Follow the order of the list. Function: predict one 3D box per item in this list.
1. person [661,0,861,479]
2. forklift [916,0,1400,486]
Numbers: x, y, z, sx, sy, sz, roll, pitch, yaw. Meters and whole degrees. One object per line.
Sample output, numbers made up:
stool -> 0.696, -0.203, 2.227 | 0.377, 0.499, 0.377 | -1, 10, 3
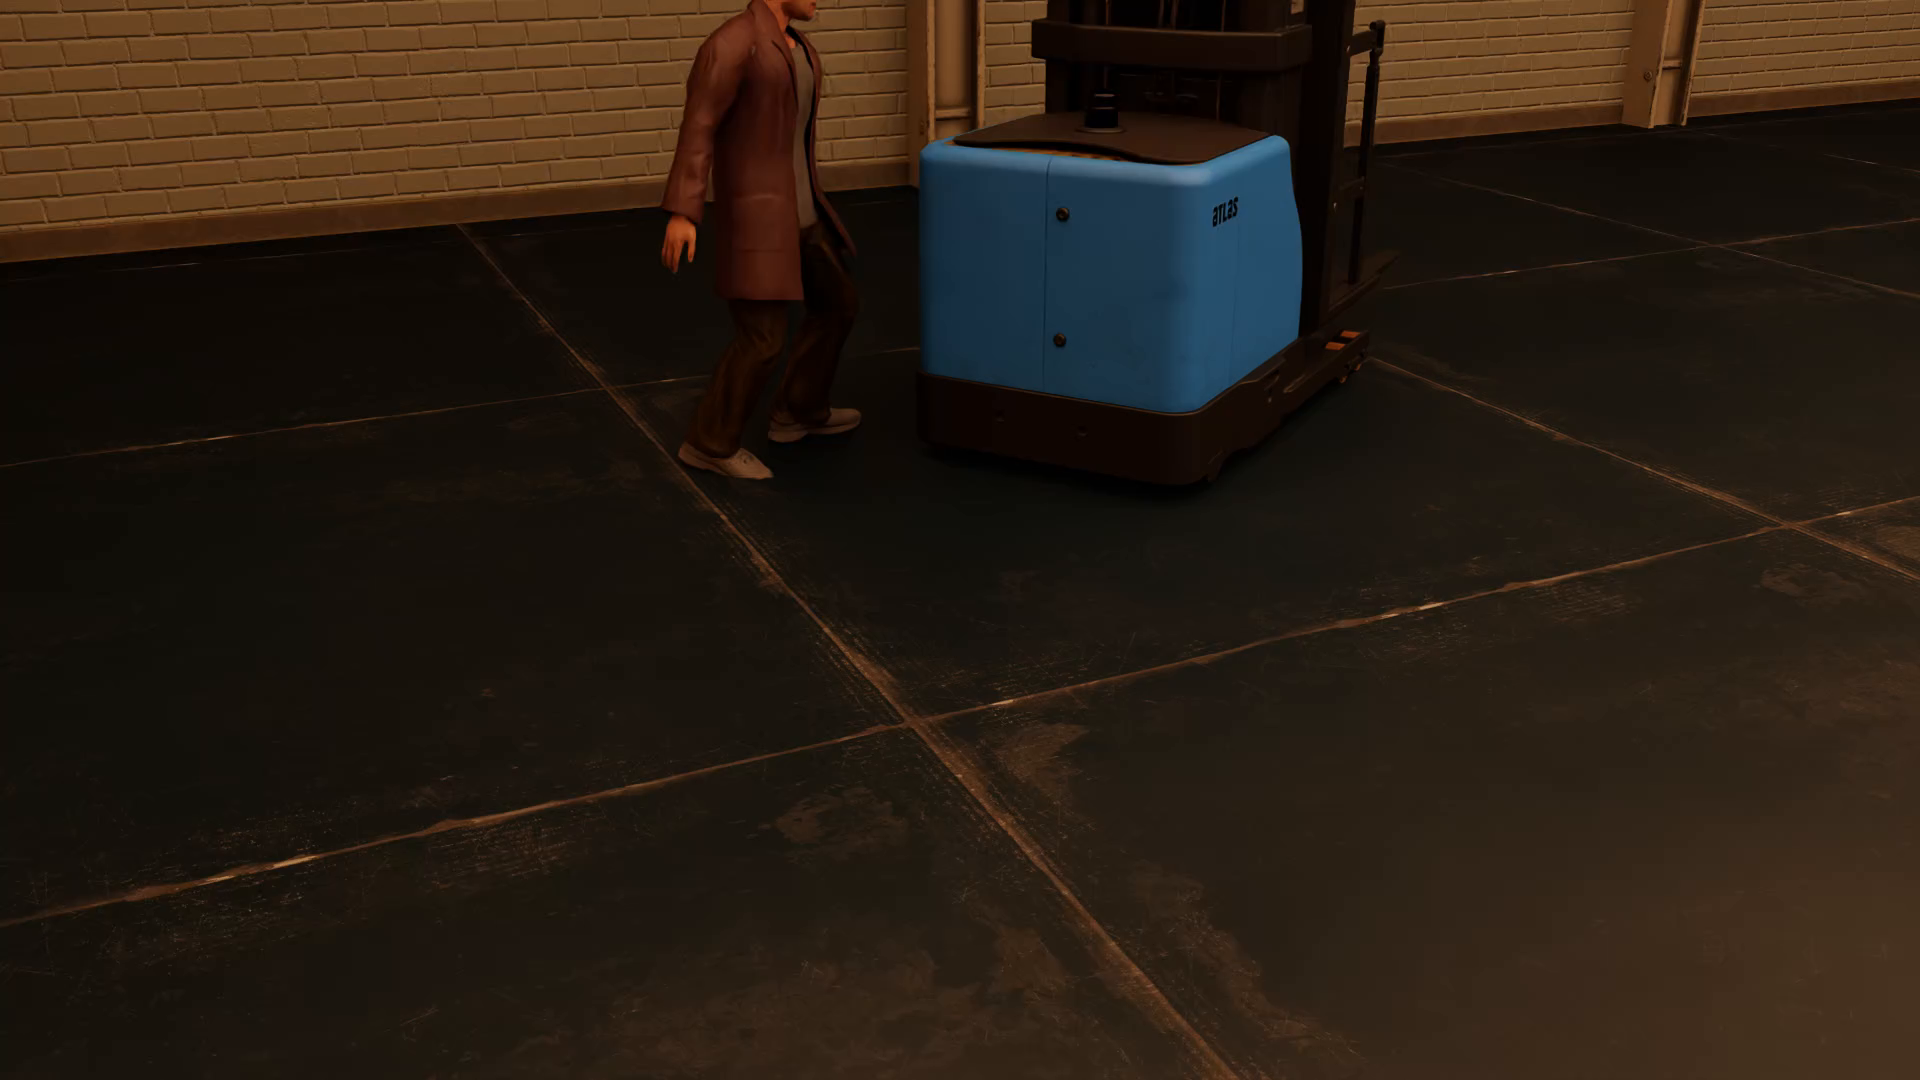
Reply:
person -> -0.661, -1.052, 5.461 | 0.529, 1.754, 0.932 | 10, 25, 23
forklift -> 1.012, -2.050, 6.221 | 1.130, 2.935, 3.031 | 12, 26, 27
